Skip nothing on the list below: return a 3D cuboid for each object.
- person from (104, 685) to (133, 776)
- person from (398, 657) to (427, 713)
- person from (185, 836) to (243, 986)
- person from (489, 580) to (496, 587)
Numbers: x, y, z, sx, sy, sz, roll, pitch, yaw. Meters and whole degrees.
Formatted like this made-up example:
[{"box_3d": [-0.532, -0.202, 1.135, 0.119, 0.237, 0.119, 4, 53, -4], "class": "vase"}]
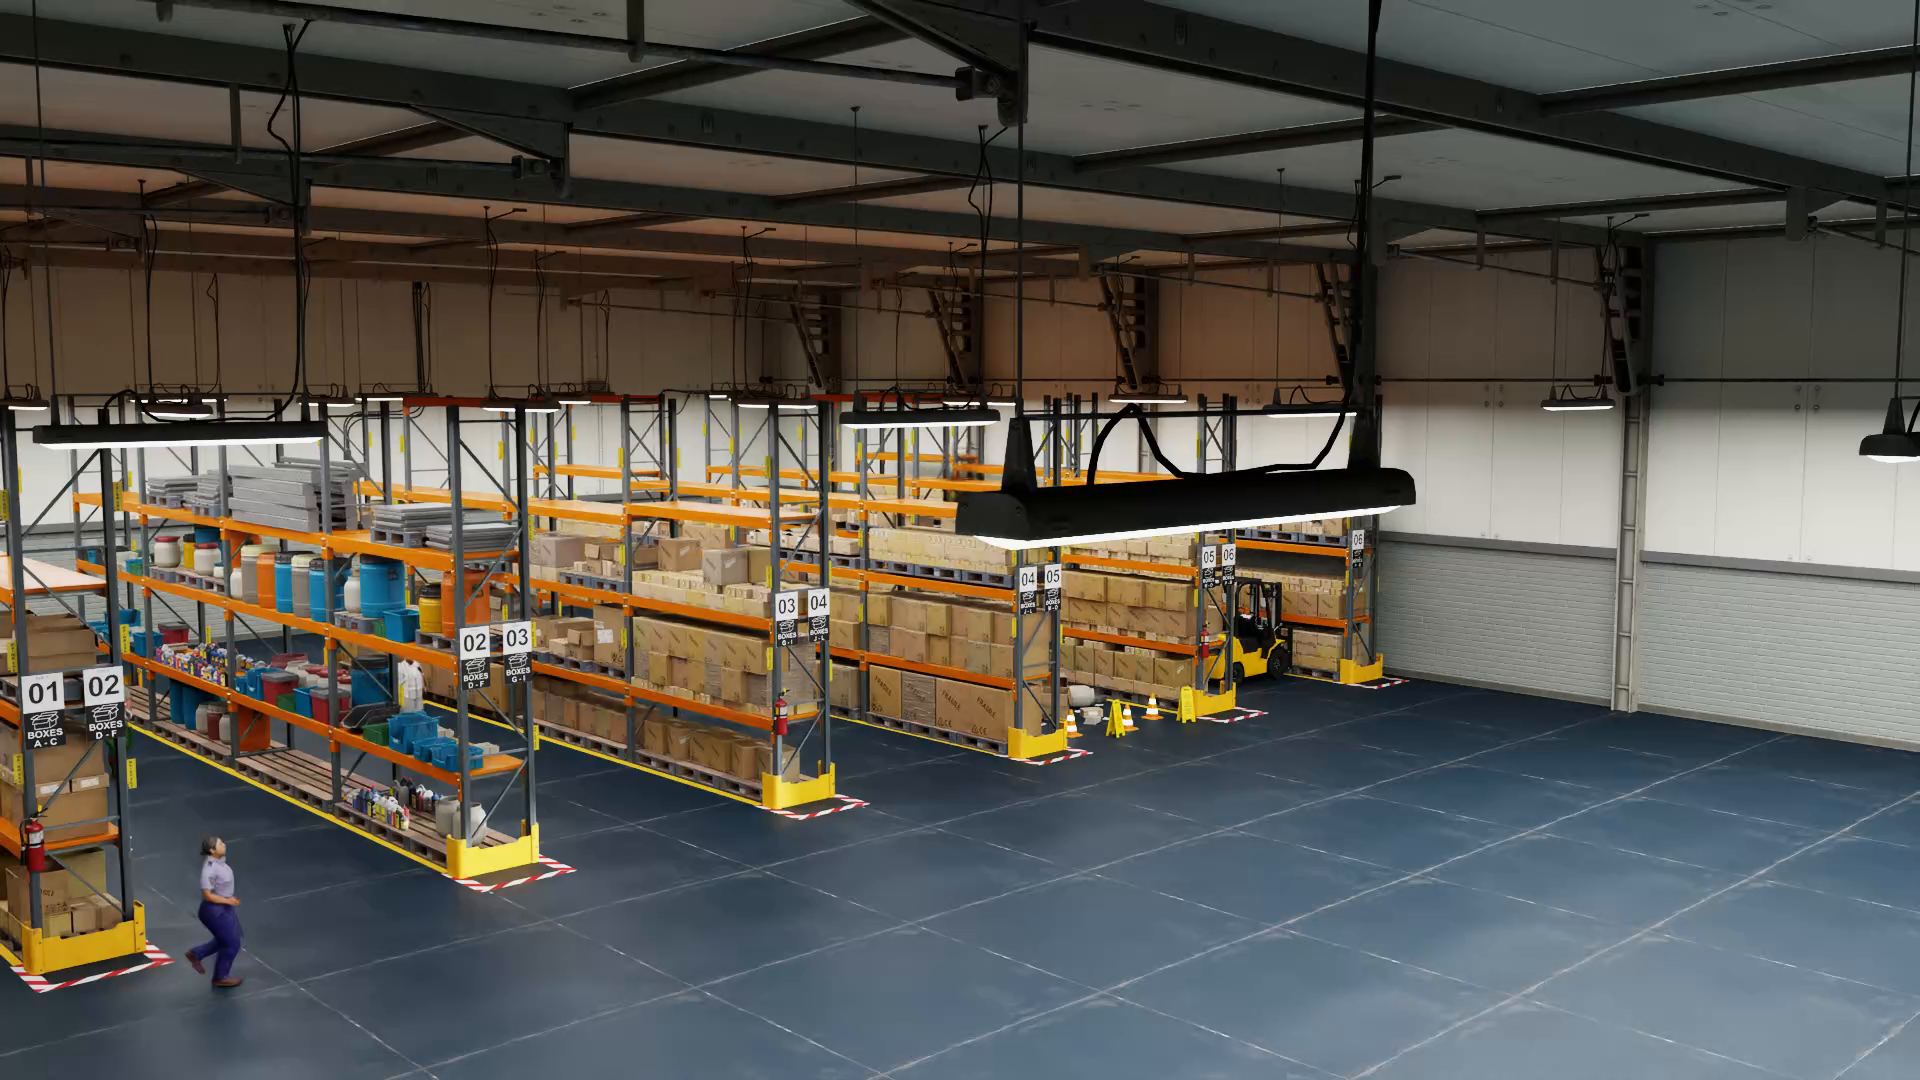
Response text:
[{"box_3d": [-13.527, 2.898, 26.559, 0.615, 1.738, 0.638, 5, 7, 42], "class": "person"}, {"box_3d": [-9.534, 2.689, 28.822, 0.598, 1.736, 0.667, 4, 7, 36], "class": "person"}, {"box_3d": [-7.777, 3.862, 17.317, 0.572, 1.602, 0.628, -2, 6, -17], "class": "person"}, {"box_3d": [-11.130, 1.722, 39.490, 0.648, 1.630, 0.748, 2, 6, 22], "class": "person"}]
